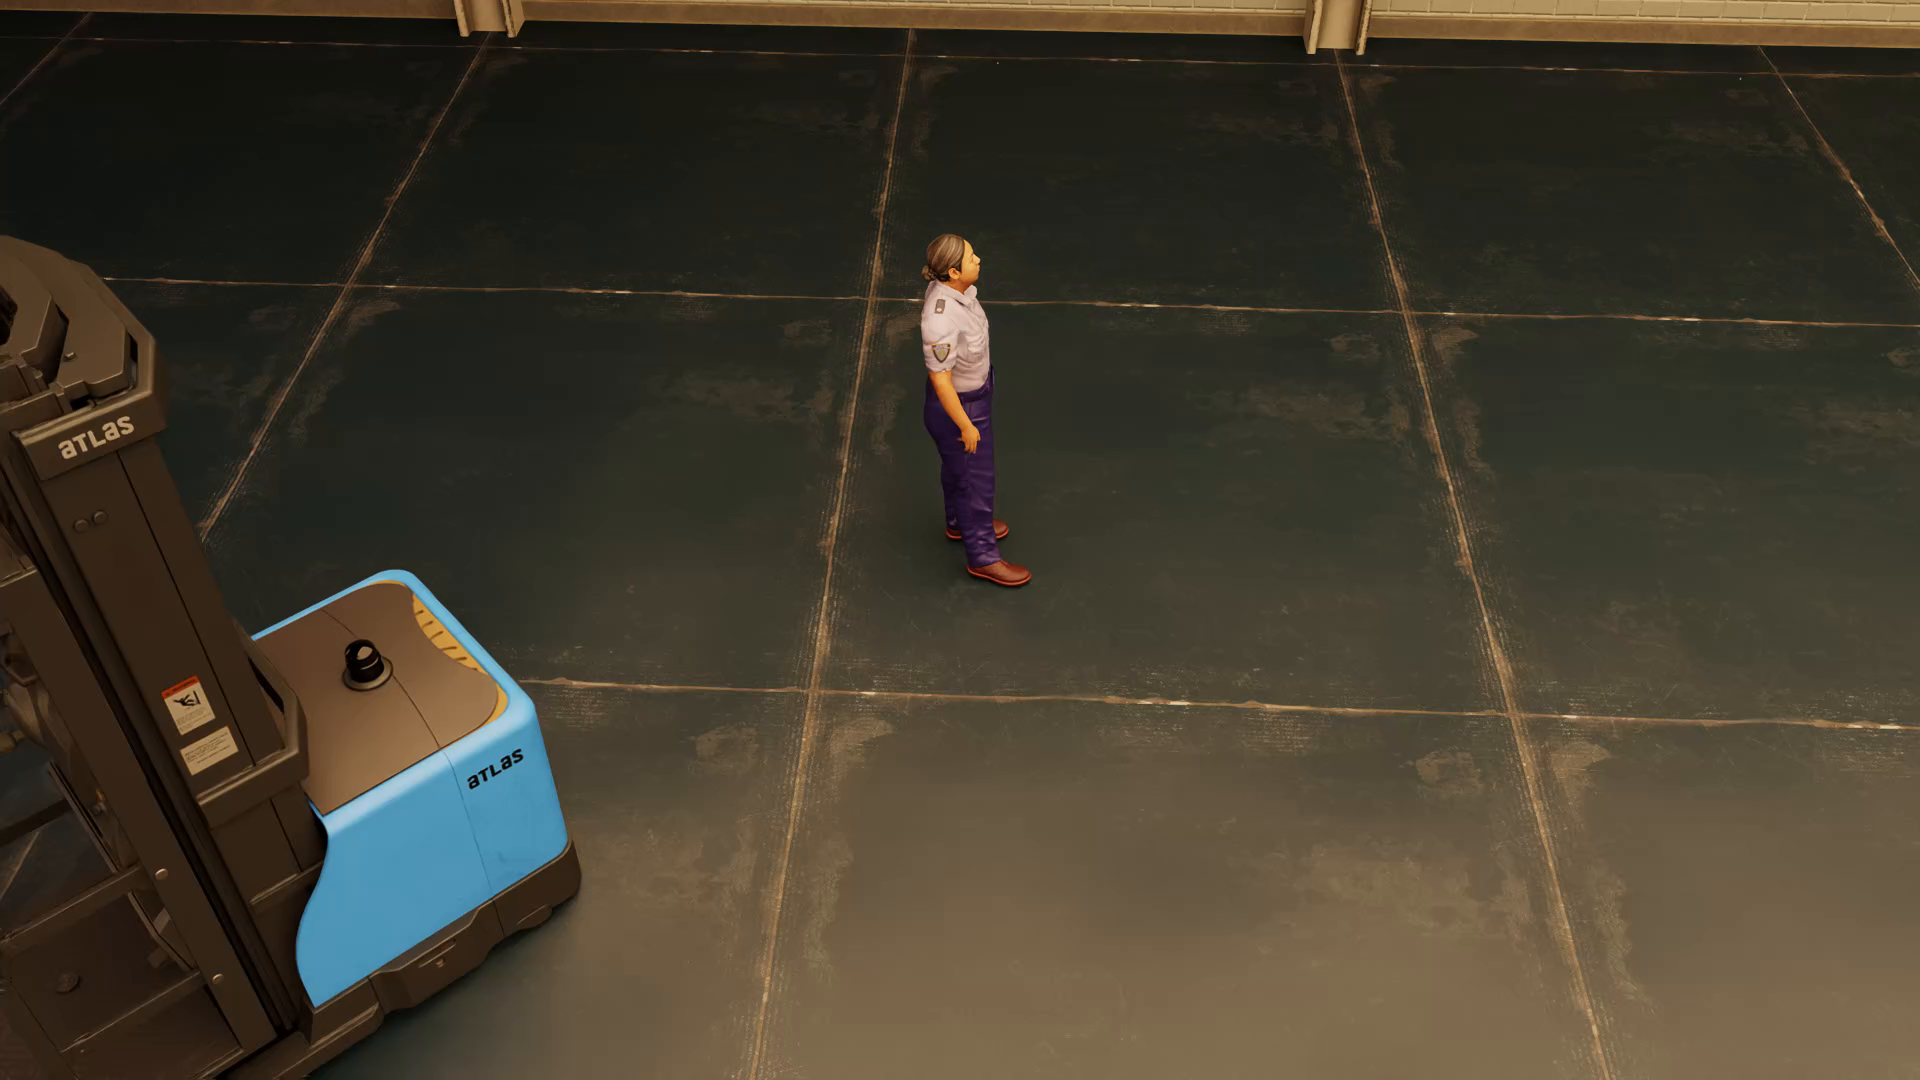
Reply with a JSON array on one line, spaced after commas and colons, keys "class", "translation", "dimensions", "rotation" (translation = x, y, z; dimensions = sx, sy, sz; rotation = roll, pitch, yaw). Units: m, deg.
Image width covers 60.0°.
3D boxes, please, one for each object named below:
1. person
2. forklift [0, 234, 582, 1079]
[{"class": "person", "translation": [0.088, -0.596, 7.335], "dimensions": [0.503, 1.651, 0.598], "rotation": [2, 42, 2]}, {"class": "forklift", "translation": [-2.889, 0.697, 4.978], "dimensions": [3.031, 2.935, 1.130], "rotation": [-31, 51, -29]}]
